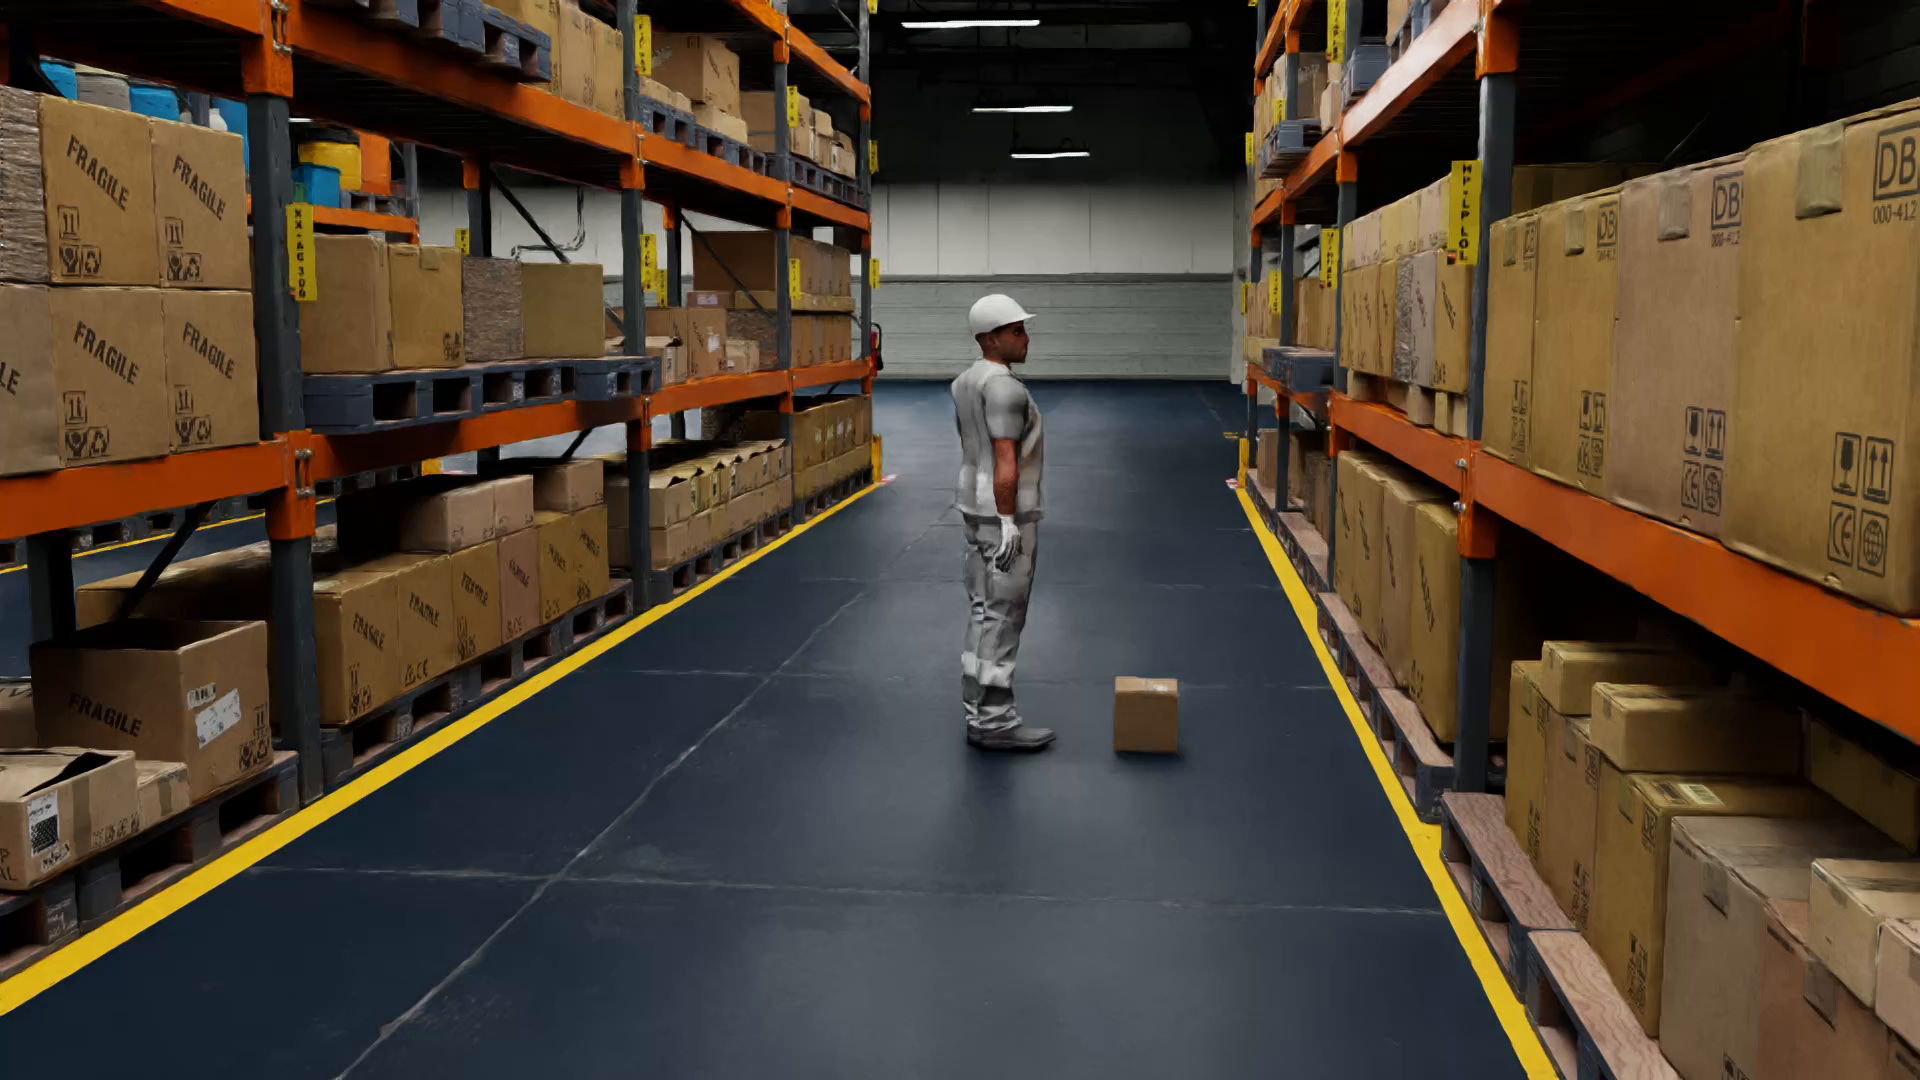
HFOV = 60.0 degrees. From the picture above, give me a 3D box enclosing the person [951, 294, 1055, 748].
[{"bbox_3d":[0.154,-0.086,6.699,0.335,1.793,0.711,-3,8,-21],"label":"person"}]
